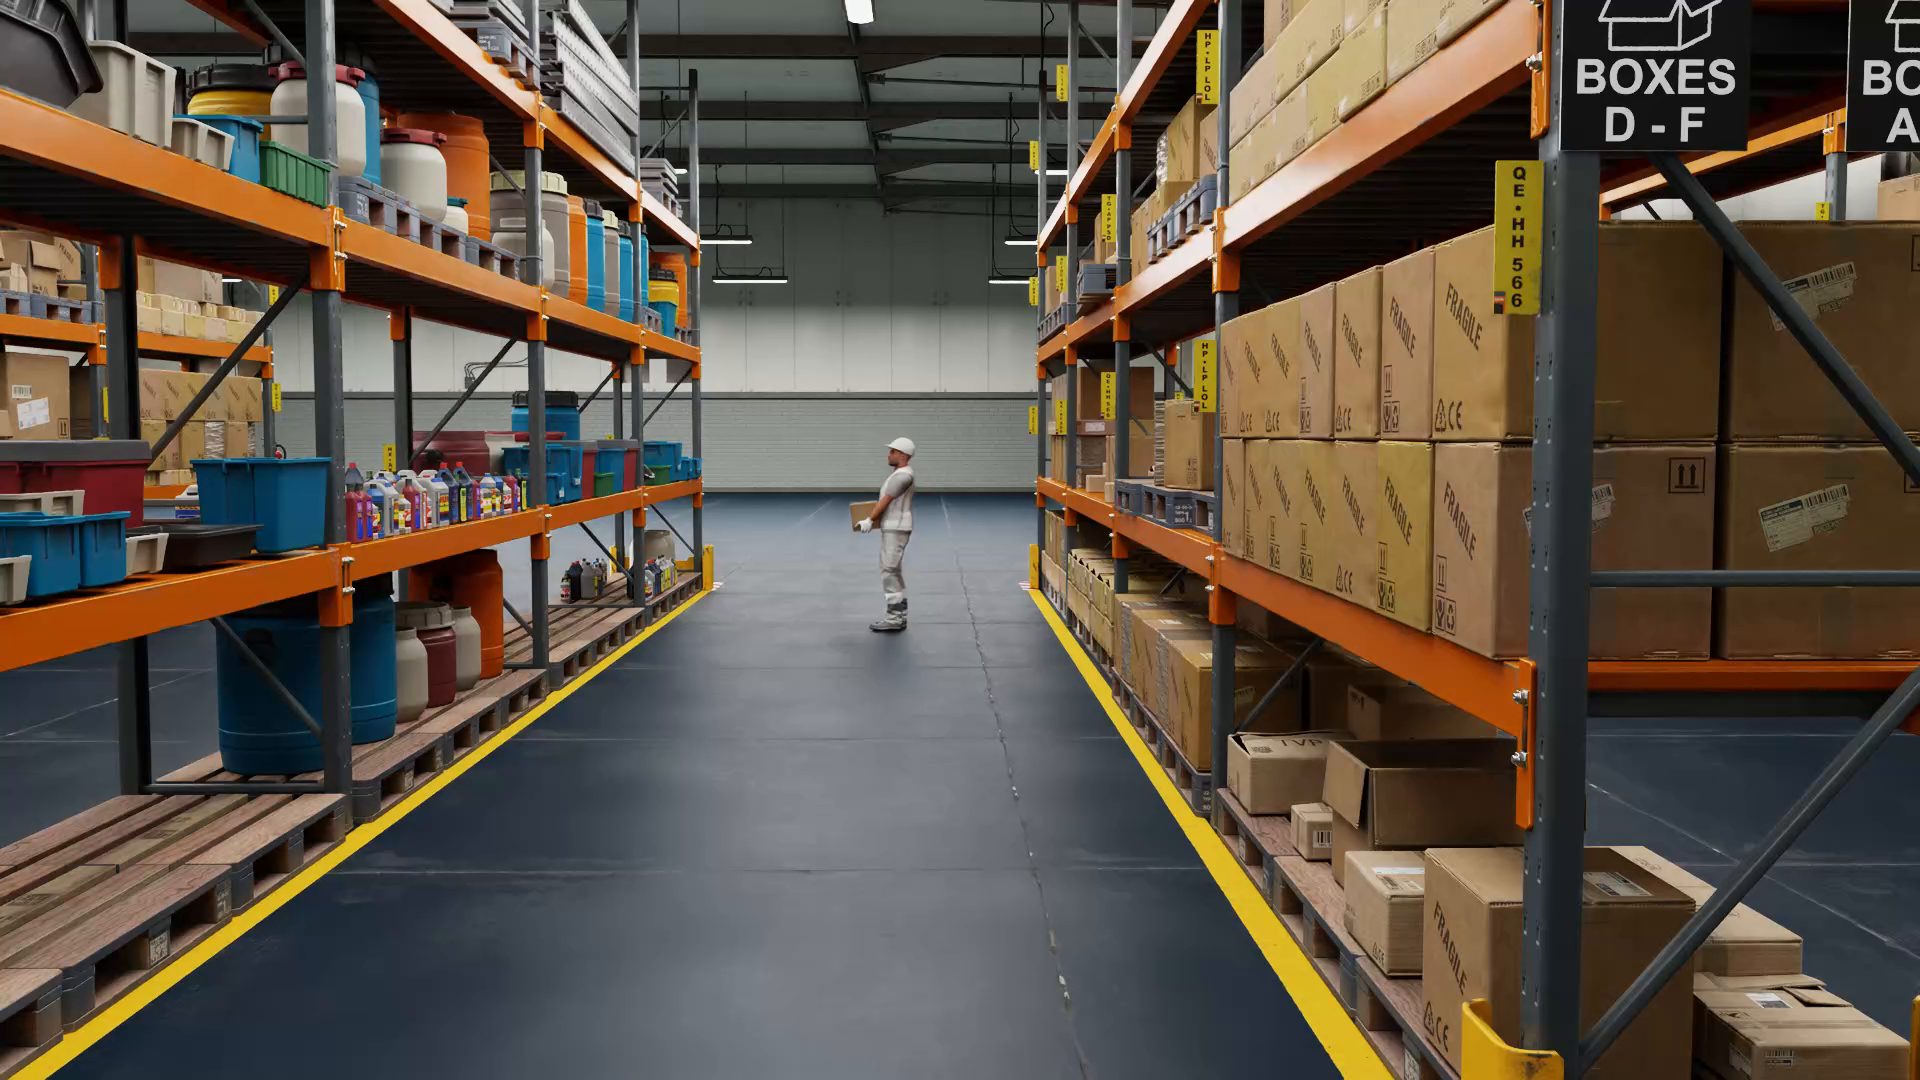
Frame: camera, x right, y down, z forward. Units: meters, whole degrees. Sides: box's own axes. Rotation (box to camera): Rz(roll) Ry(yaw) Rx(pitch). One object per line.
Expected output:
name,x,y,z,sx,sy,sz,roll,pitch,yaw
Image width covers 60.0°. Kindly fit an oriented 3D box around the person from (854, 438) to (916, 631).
person,-0.694,-0.058,15.423,0.560,1.782,0.494,0,4,0
